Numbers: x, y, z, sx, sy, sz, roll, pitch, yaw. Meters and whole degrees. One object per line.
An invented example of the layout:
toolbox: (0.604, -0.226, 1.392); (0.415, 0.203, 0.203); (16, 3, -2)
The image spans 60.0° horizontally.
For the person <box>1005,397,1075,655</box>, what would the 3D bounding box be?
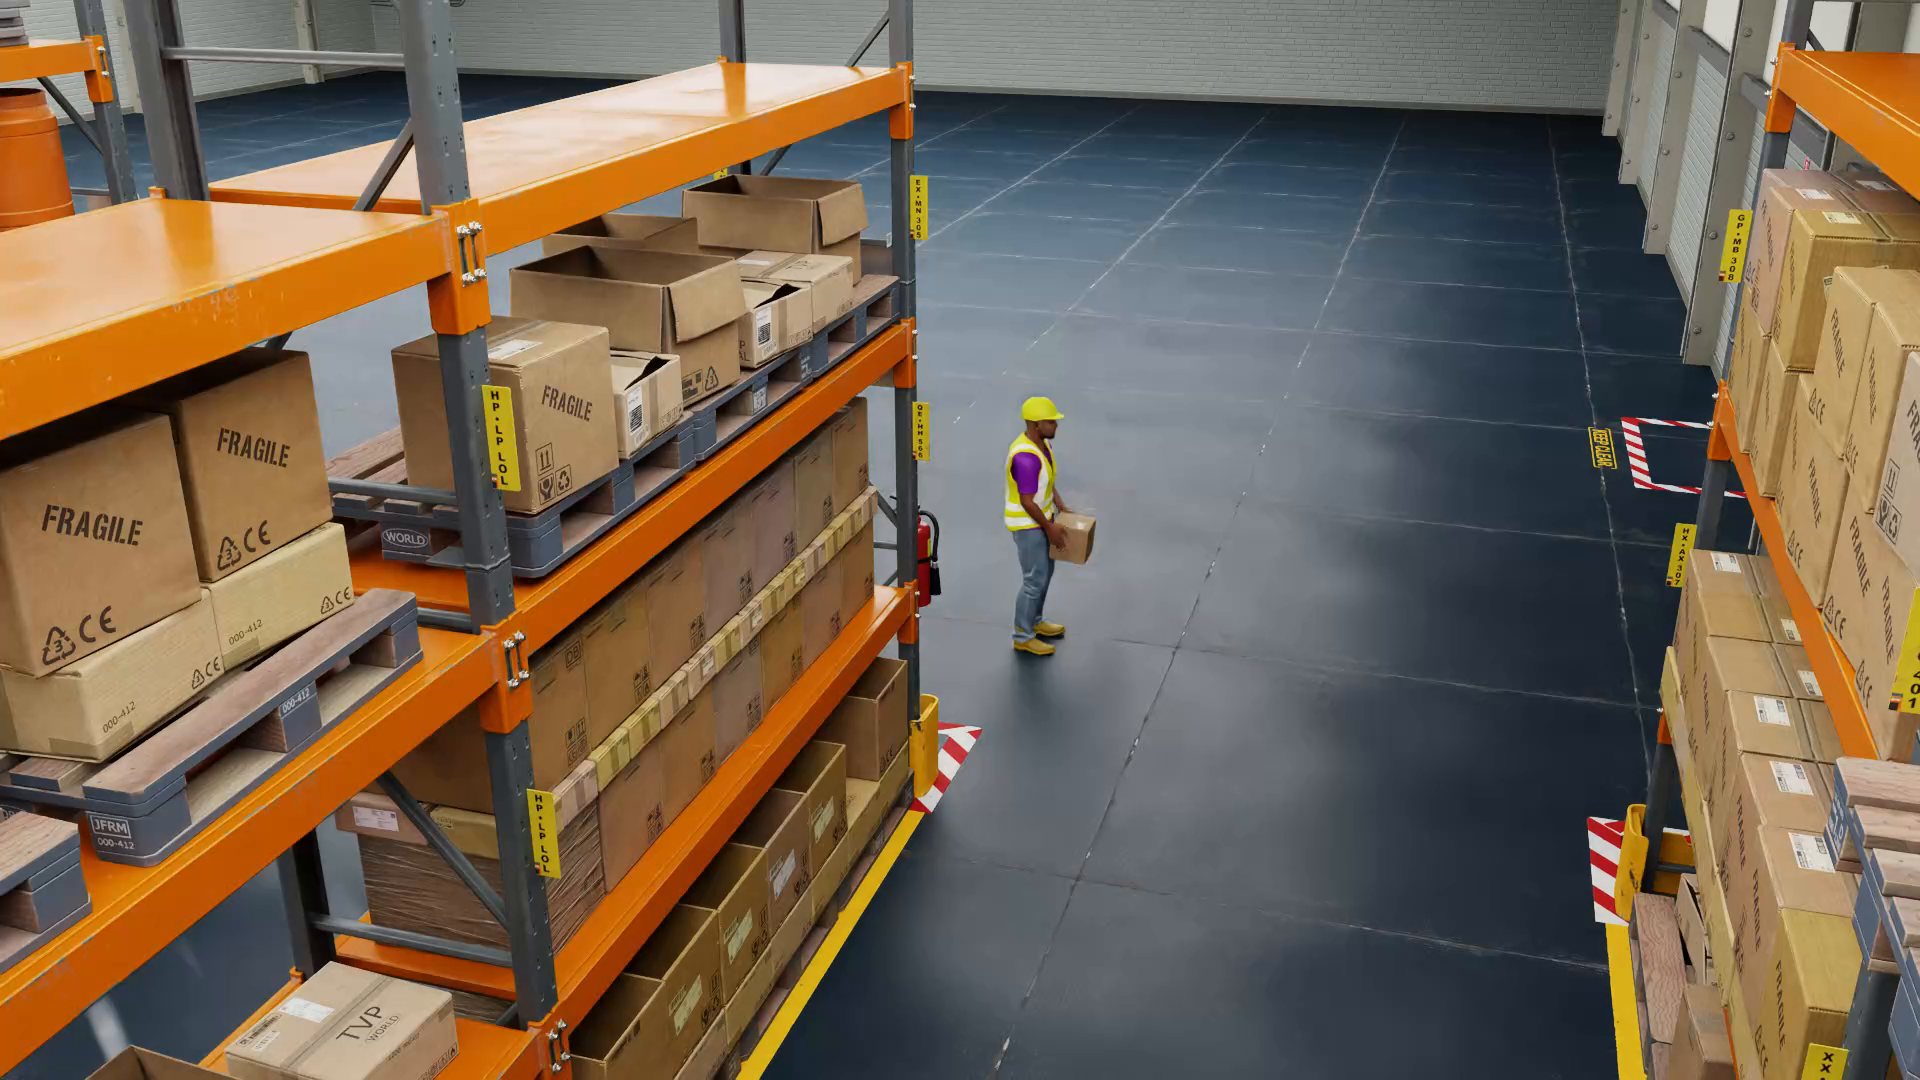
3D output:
person: (0.544, -0.117, 11.349); (0.470, 1.766, 0.572); (6, 23, 15)
